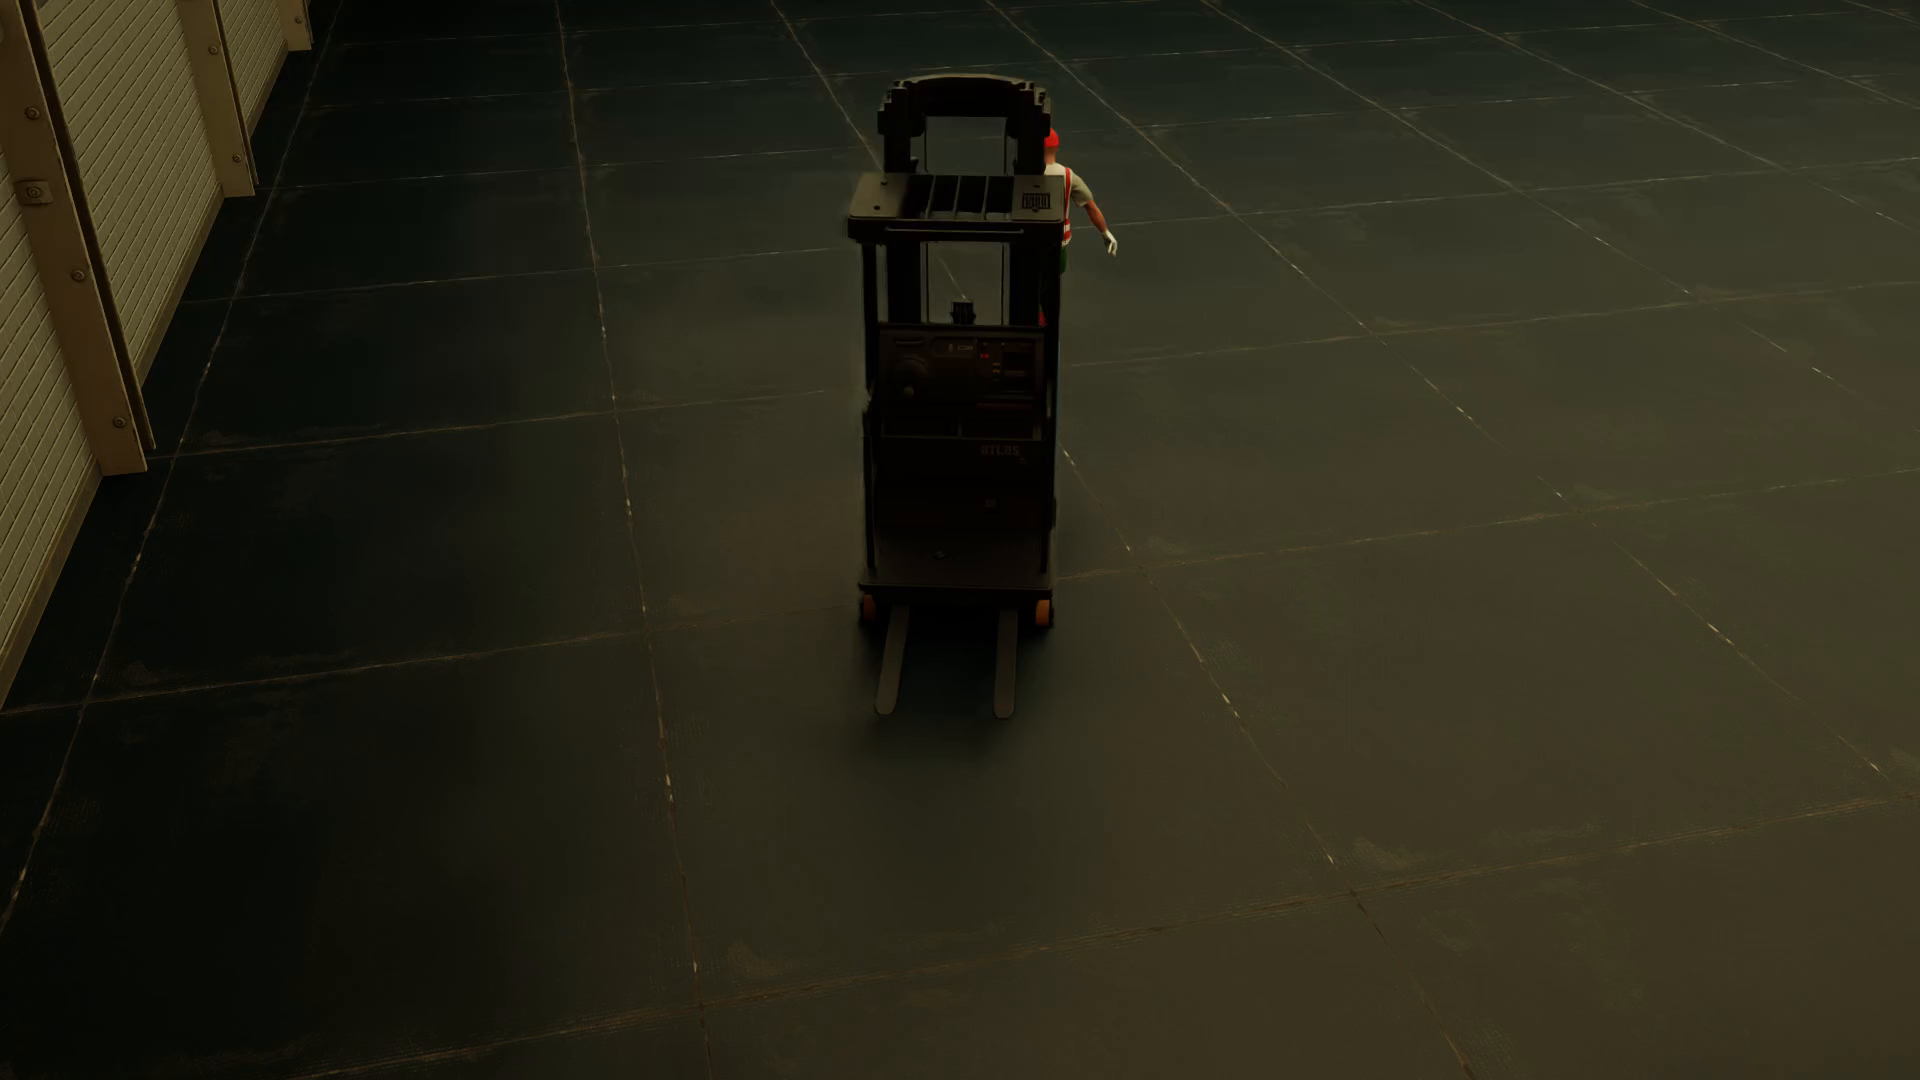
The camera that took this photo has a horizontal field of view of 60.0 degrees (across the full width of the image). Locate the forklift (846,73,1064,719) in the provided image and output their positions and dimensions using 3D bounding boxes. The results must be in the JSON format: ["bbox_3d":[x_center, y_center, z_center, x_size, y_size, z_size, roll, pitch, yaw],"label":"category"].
[{"bbox_3d":[-0.008,-0.932,9.184,1.121,2.935,3.031,2,30,3],"label":"forklift"}]

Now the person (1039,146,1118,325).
[{"bbox_3d":[0.661,-2.318,12.744,1.001,1.652,0.751,-6,31,-10],"label":"person"}]
